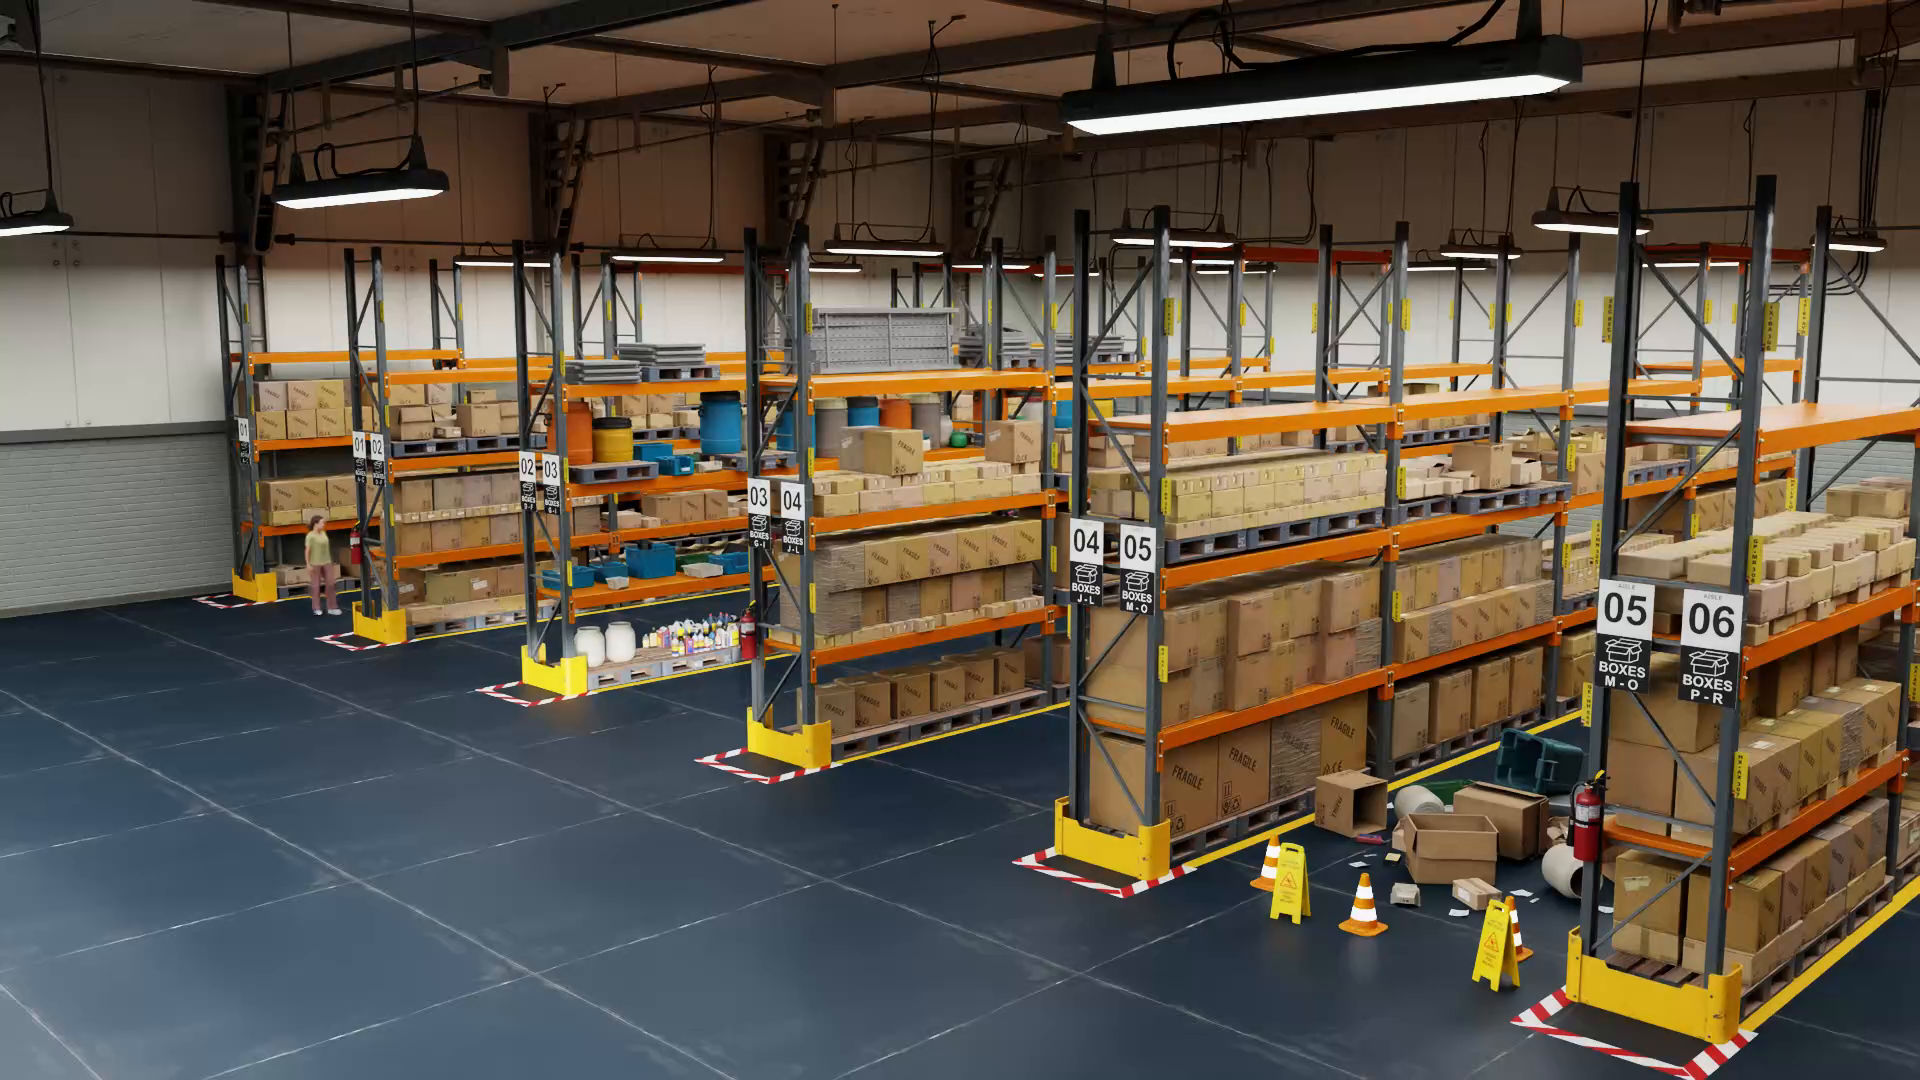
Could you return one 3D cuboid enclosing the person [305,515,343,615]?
[{"bbox_3d":[-10.629,0.428,27.686,0.570,1.674,0.466,7,11,42],"label":"person"}]
